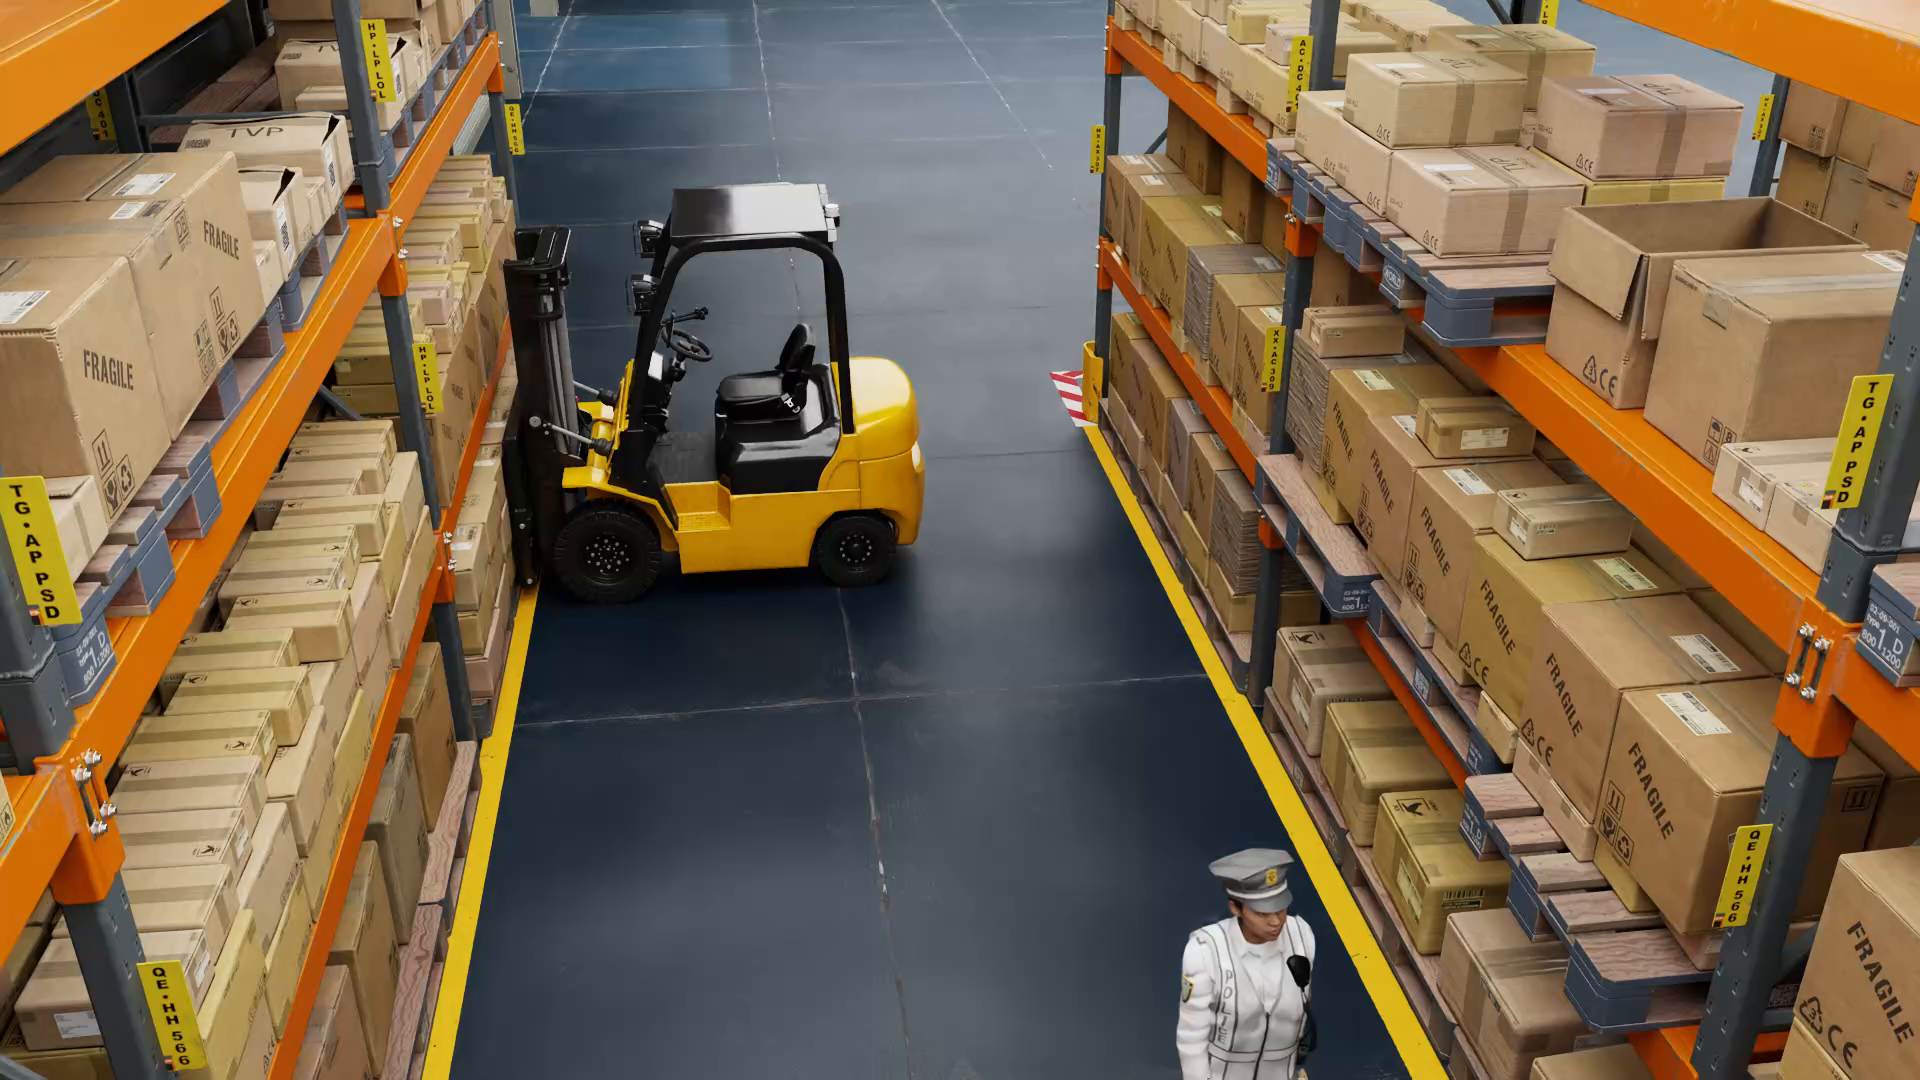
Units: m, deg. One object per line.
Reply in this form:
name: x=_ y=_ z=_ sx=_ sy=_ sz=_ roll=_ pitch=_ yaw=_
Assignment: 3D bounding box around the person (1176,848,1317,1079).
person: x=0.910 y=1.735 z=5.228 sx=0.486 sy=1.701 sz=0.784 roll=-4 pitch=28 yaw=-7
